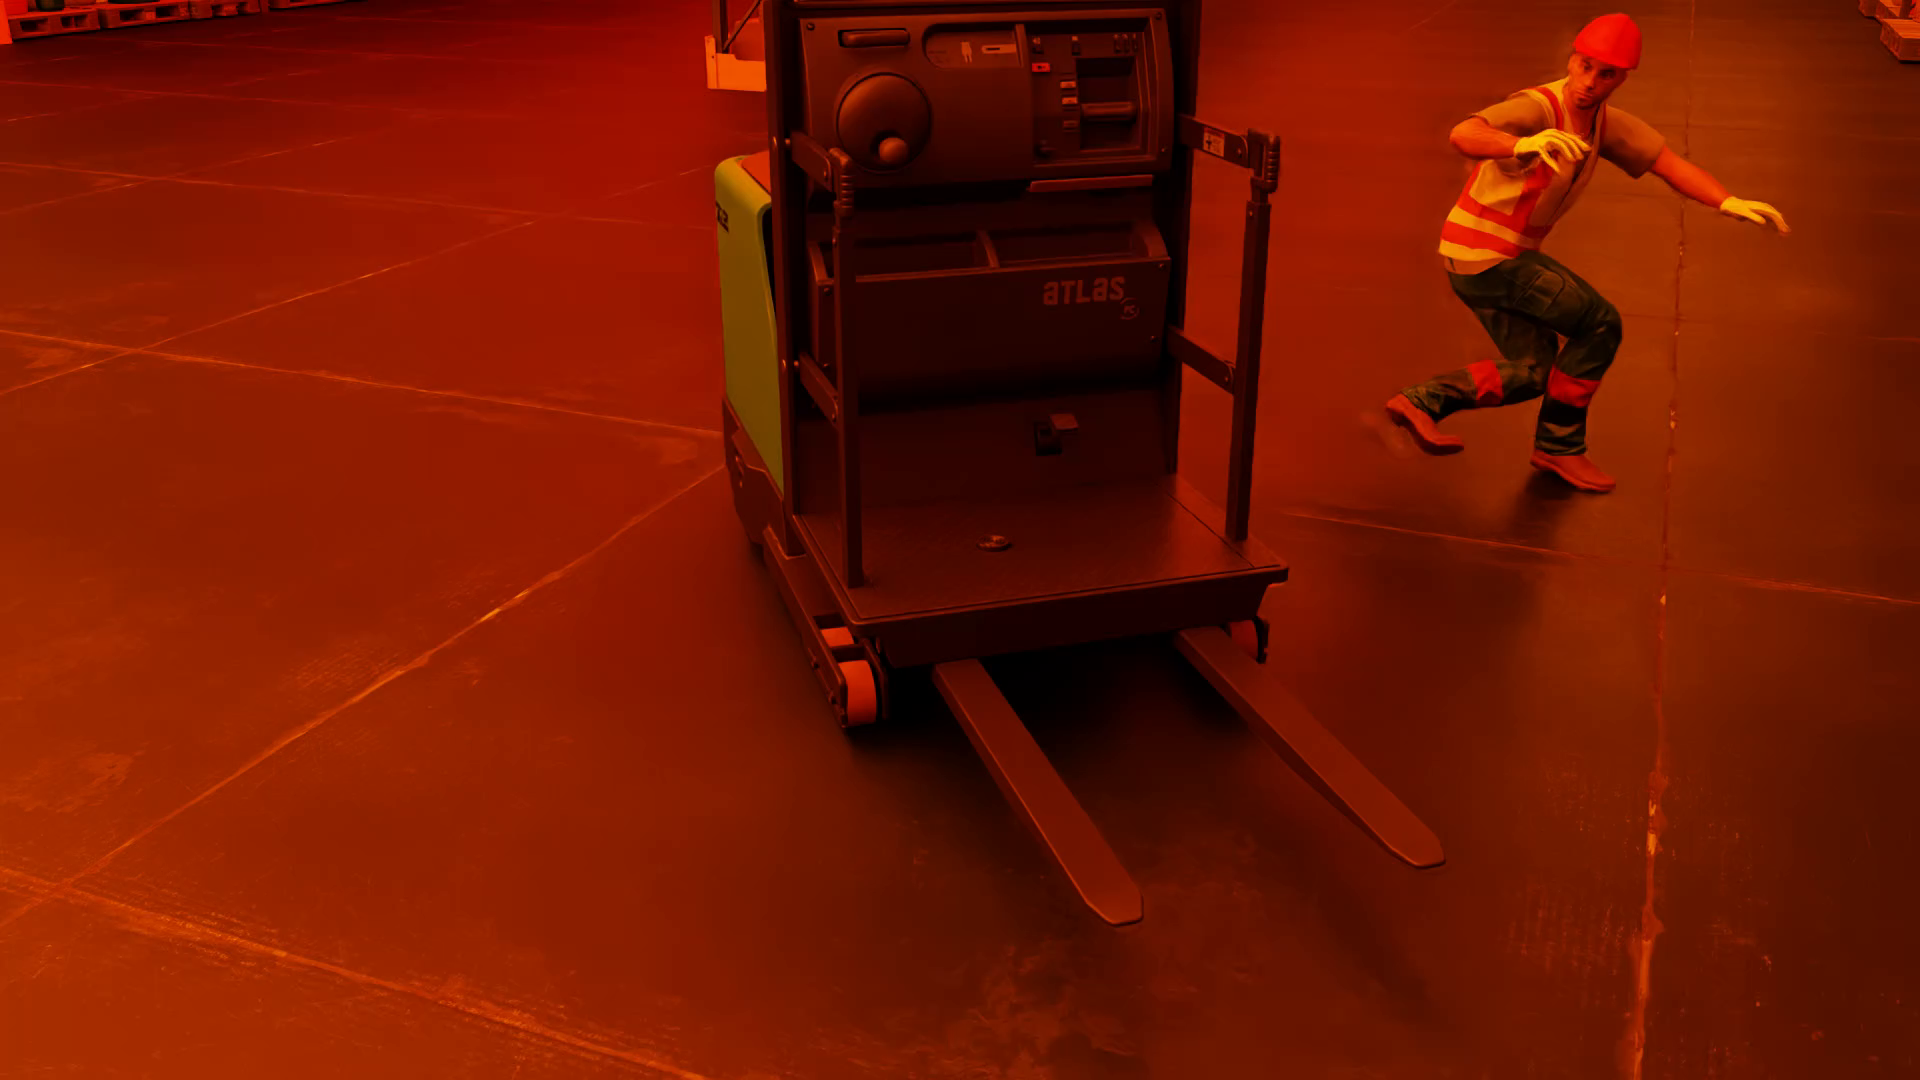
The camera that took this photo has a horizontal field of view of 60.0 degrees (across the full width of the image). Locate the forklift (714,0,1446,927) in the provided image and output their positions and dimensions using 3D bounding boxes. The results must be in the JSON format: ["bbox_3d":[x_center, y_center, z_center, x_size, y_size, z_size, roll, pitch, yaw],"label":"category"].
[{"bbox_3d":[0.142,-1.070,3.852,1.130,2.935,3.031,-7,24,-16],"label":"forklift"}]

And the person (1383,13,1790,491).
[{"bbox_3d":[1.962,-0.862,5.232,1.130,1.506,0.845,11,25,24],"label":"person"}]
